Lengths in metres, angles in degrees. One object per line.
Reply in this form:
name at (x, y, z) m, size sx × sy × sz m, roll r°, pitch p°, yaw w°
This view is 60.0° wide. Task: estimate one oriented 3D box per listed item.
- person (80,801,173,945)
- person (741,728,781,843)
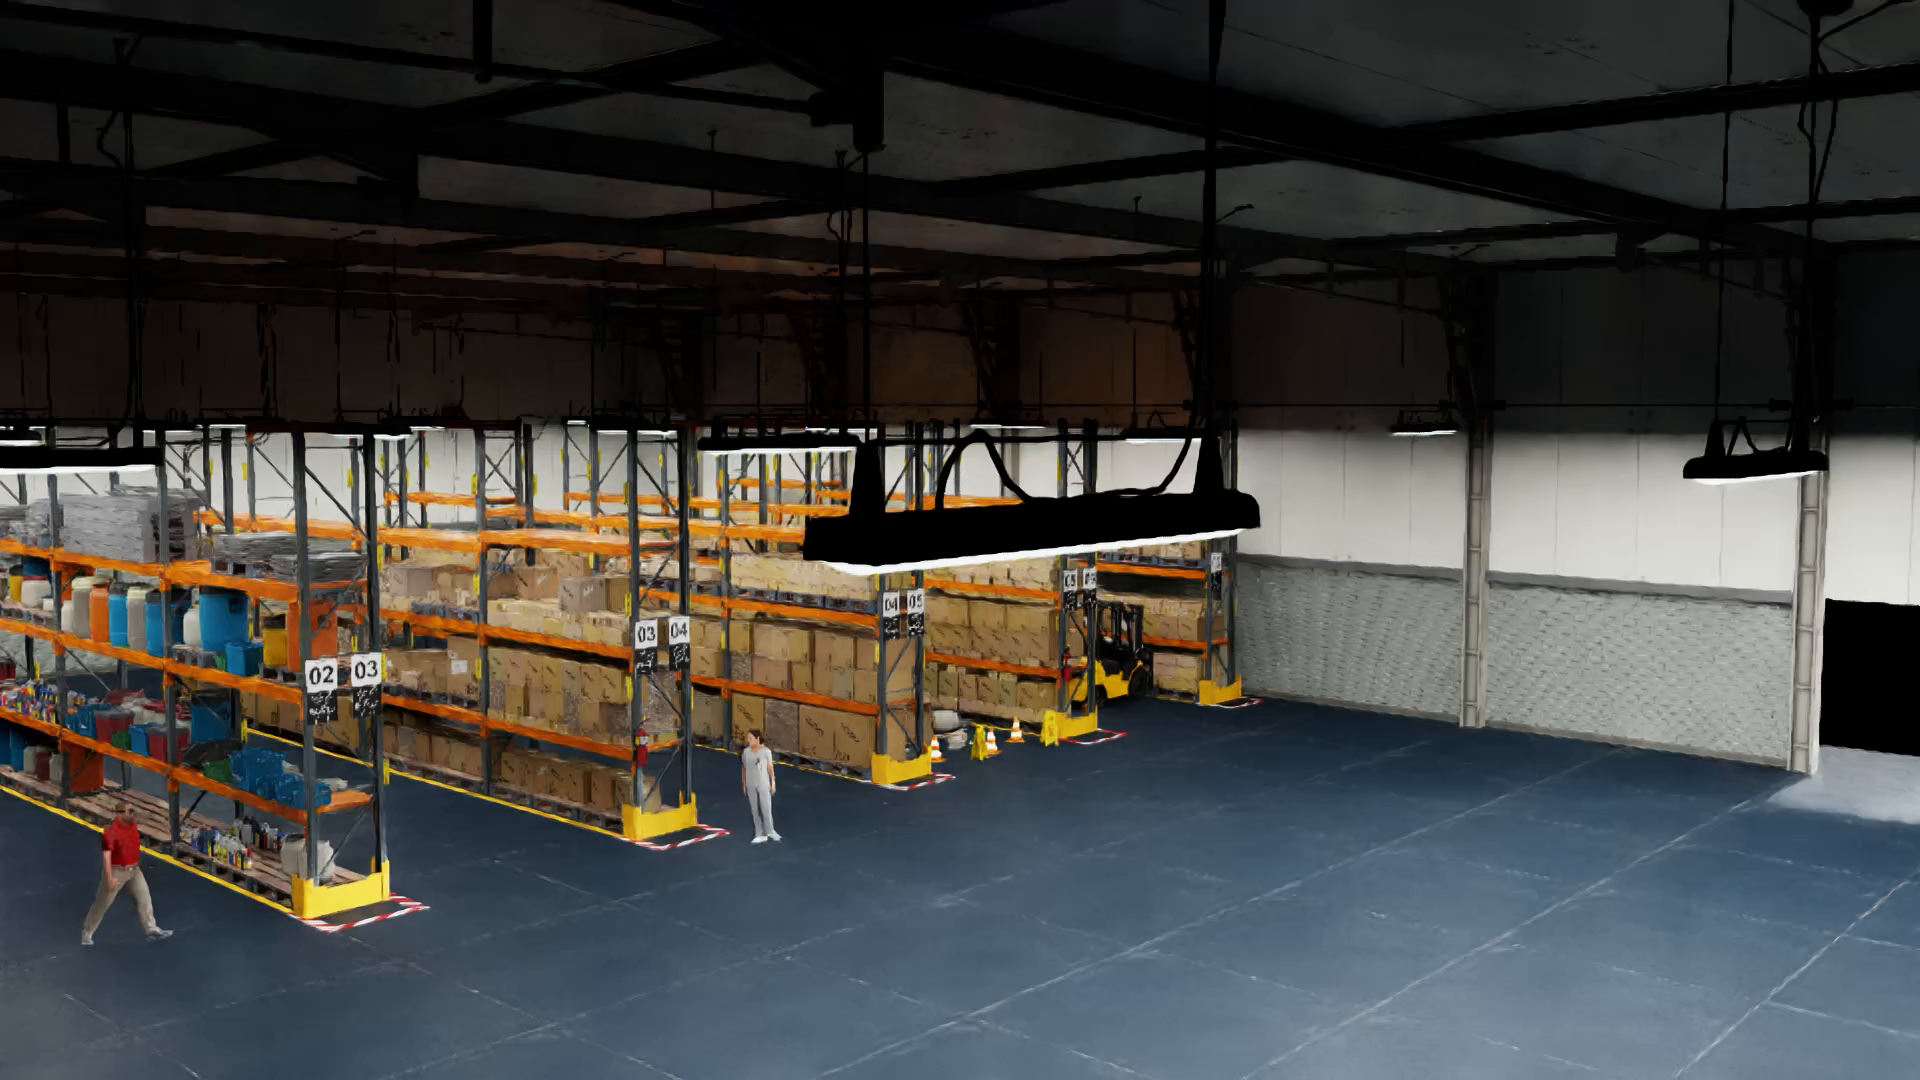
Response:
person at (-9.827, 3.891, 19.460) m, size 0.952 × 1.689 × 0.621 m, roll 1°, pitch 5°, yaw 16°
person at (-2.872, 3.530, 23.967) m, size 0.570 × 1.666 × 0.382 m, roll 1°, pitch 5°, yaw 11°
